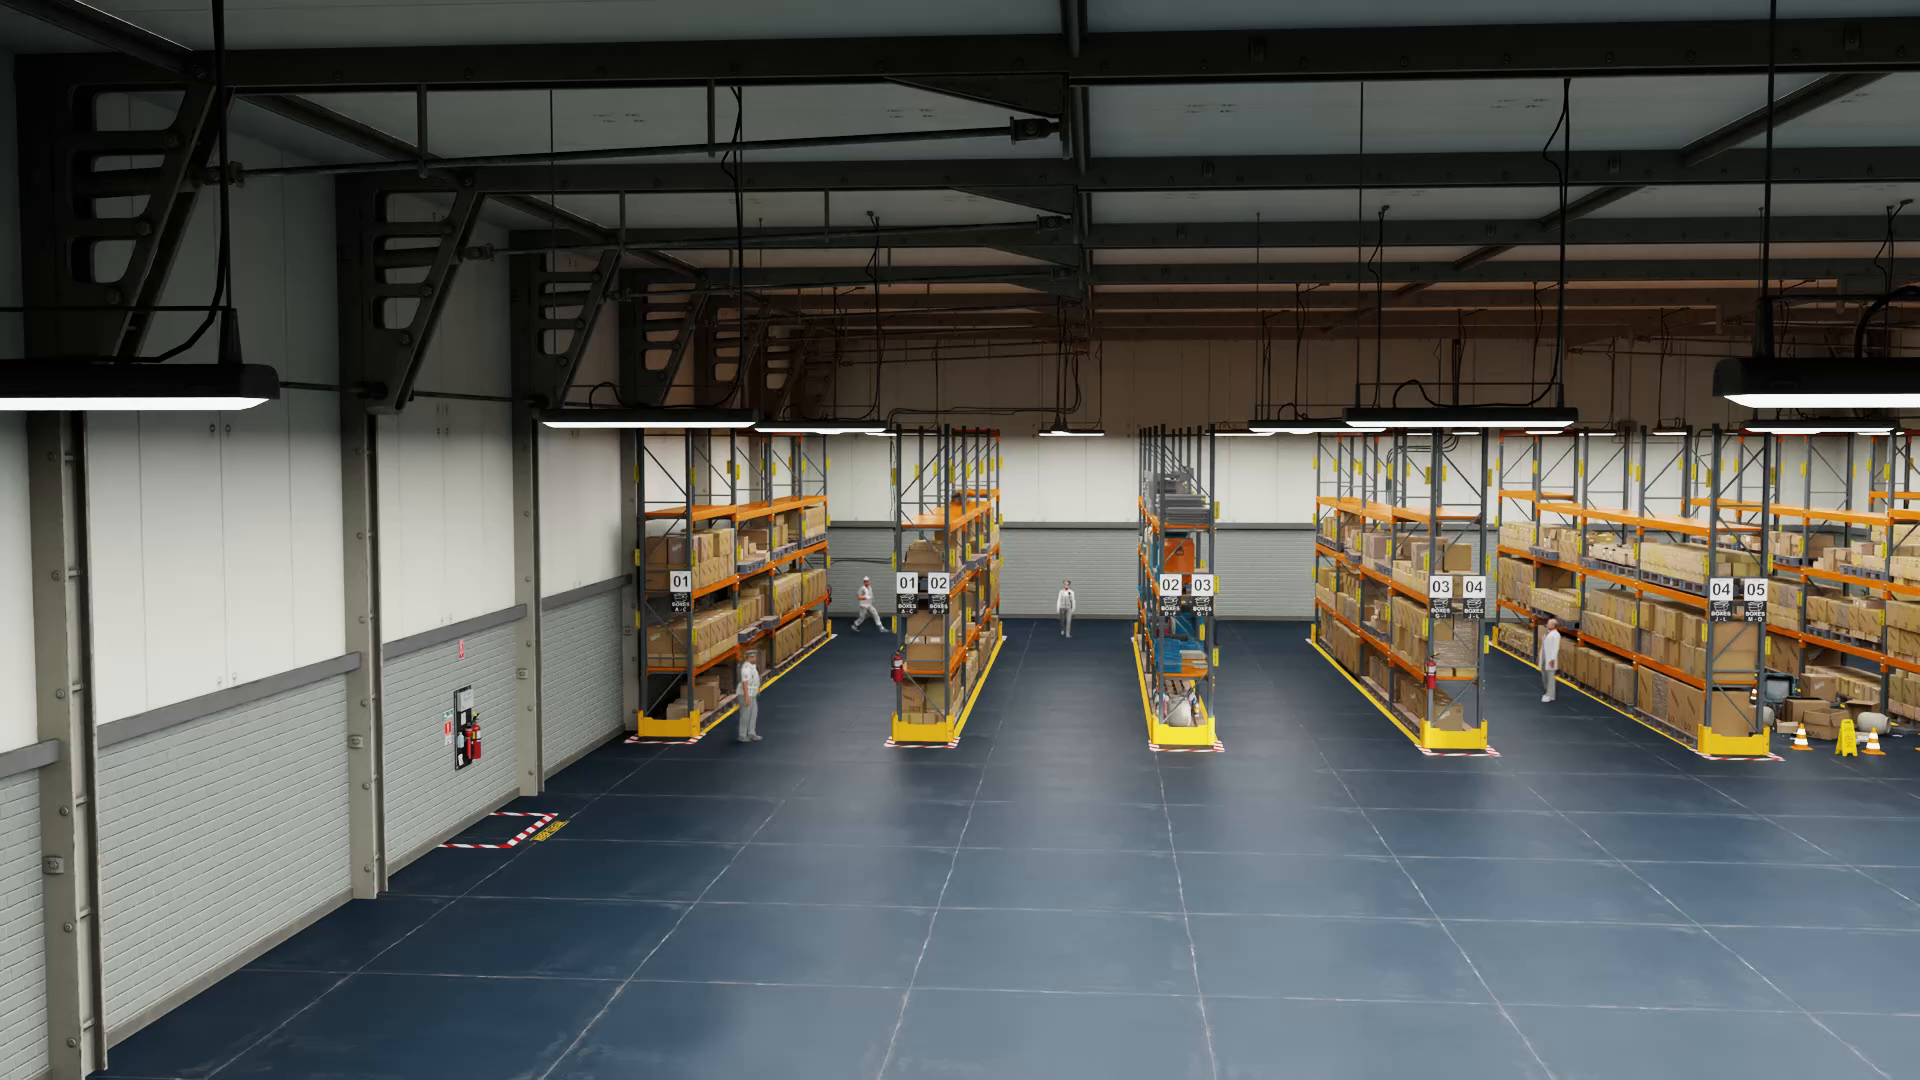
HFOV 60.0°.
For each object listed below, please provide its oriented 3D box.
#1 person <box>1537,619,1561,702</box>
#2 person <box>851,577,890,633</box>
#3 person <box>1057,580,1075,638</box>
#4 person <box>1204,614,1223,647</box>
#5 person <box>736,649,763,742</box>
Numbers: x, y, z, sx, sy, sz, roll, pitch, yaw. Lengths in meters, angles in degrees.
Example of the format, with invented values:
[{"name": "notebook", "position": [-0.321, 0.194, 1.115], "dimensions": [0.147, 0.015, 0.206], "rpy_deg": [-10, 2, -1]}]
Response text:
[{"name": "person", "position": [12.903, 2.627, 36.461], "dimensions": [0.557, 1.791, 0.589], "rpy_deg": [-2, 4, -26]}, {"name": "person", "position": [-2.694, 1.904, 48.594], "dimensions": [1.217, 1.669, 0.767], "rpy_deg": [2, 4, 25]}, {"name": "person", "position": [3.053, 1.974, 47.986], "dimensions": [0.518, 1.644, 0.960], "rpy_deg": [0, 3, 3]}, {"name": "person", "position": [6.890, 2.122, 45.789], "dimensions": [0.649, 1.673, 0.345], "rpy_deg": [-1, 4, -21]}, {"name": "person", "position": [-4.009, 2.938, 31.486], "dimensions": [0.448, 1.760, 0.596], "rpy_deg": [1, 4, 11]}]
